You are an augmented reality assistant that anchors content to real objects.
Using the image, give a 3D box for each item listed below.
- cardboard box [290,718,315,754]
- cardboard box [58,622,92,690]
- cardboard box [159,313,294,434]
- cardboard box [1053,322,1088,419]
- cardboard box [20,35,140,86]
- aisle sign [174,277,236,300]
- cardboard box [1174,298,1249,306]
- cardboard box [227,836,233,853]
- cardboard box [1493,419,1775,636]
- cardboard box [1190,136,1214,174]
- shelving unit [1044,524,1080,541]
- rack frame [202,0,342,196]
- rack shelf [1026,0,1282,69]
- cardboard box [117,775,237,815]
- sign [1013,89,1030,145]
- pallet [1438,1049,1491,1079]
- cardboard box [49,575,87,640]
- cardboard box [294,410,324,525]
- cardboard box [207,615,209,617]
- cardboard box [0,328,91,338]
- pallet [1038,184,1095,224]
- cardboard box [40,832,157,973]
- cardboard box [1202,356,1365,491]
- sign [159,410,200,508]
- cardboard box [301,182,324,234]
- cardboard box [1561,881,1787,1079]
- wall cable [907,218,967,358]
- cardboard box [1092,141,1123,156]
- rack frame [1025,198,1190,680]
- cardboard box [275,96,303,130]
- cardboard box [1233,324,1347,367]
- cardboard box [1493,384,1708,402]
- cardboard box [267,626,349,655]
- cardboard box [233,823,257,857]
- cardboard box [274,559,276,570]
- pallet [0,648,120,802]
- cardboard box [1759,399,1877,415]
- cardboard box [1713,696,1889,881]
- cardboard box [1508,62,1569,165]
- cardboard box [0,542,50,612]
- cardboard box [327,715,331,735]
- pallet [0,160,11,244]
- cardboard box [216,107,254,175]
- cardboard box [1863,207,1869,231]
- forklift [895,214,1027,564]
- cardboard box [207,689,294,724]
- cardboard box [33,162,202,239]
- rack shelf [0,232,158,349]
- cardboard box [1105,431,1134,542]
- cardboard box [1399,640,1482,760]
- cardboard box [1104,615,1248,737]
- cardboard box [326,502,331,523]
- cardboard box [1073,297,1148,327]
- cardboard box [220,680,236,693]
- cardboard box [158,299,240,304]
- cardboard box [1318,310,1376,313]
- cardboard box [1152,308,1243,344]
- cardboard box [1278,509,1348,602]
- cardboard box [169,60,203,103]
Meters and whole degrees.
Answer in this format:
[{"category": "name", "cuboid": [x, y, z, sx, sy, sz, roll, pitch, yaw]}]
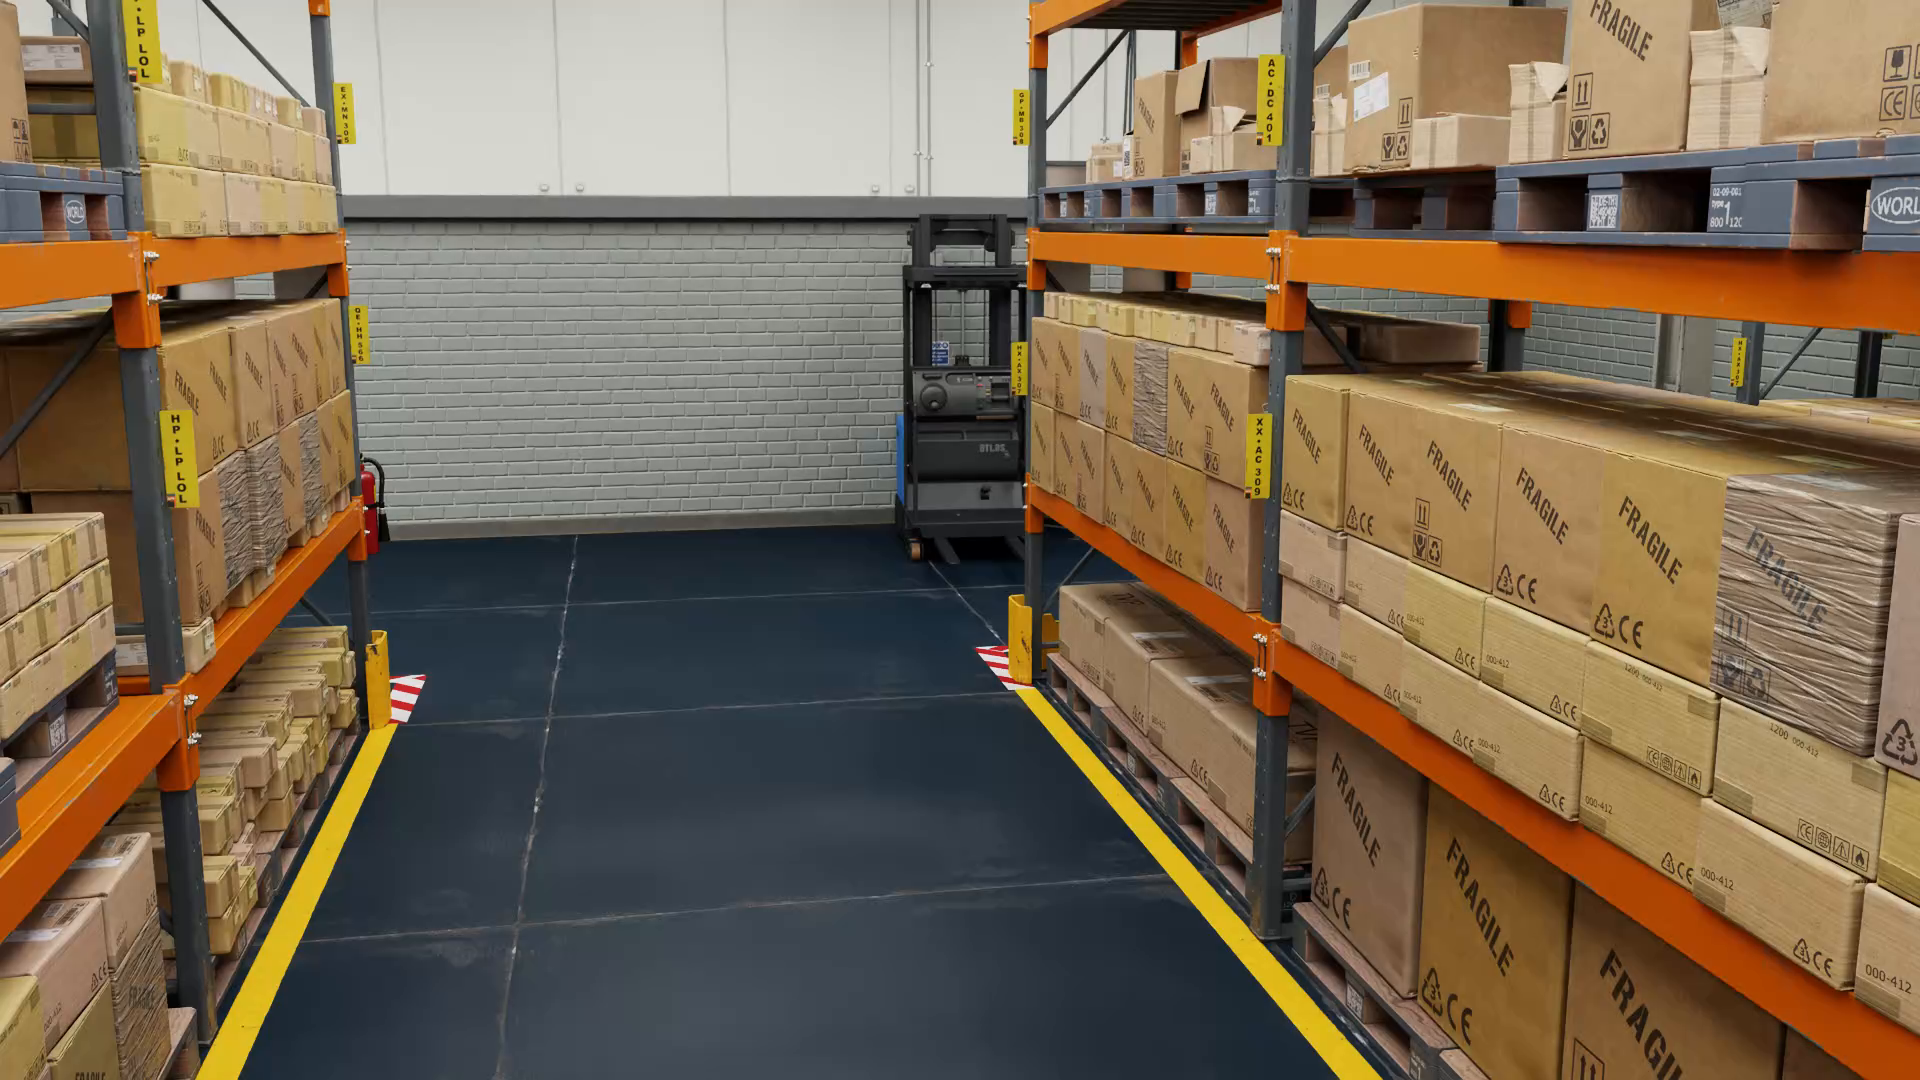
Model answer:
[{"category": "cardboard box", "cuboid": [-3.293, 0.959, 7.895, 0.380, 0.149, 0.250, -2, 11, -8]}, {"category": "cardboard box", "cuboid": [-2.822, 0.351, 4.932, 0.380, 0.149, 0.250, -2, 11, -11]}, {"category": "cardboard box", "cuboid": [-3.275, -0.740, 7.376, 0.500, 0.500, 0.500, -3, 11, -13]}, {"category": "cardboard box", "cuboid": [0.834, -0.959, 9.324, 0.500, 0.500, 0.500, -2, 11, -13]}, {"category": "cardboard box", "cuboid": [-2.964, -1.583, 5.519, 0.380, 0.149, 0.250, -2, 11, -12]}, {"category": "aisle sign", "cuboid": [-4.231, -1.693, 9.167, 0.394, 0.787, 0.004, -2, 11, -11]}, {"category": "cardboard box", "cuboid": [1.375, -1.224, 8.981, 0.380, 0.149, 0.250, -2, 11, -12]}, {"category": "cardboard box", "cuboid": [-3.122, 1.204, 6.607, 0.380, 0.149, 0.250, -2, 11, -11]}, {"category": "cardboard box", "cuboid": [1.822, -0.048, 4.539, 0.500, 0.500, 0.500, -2, 11, -12]}, {"category": "cardboard box", "cuboid": [1.201, -1.637, 7.089, 0.380, 0.149, 0.250, -2, 11, -10]}, {"category": "shelving unit", "cuboid": [1.162, -0.839, 15.648, 0.538, 1.500, 1.048, 7, 13, 33]}, {"category": "rack frame", "cuboid": [-3.923, -3.360, 8.836, 1.000, 3.000, 0.127, -2, 11, -11]}, {"category": "rack shelf", "cuboid": [1.302, -2.642, 8.057, 1.077, 0.370, 4.000, -2, 11, -11]}, {"category": "cardboard box", "cuboid": [-3.102, 1.055, 6.597, 0.380, 0.149, 0.250, -2, 11, -12]}, {"category": "sign", "cuboid": [0.367, -2.534, 9.970, 0.100, 0.325, 0.005, -2, 11, -11]}, {"category": "pallet", "cuboid": [2.156, 1.855, 4.940, 1.003, 0.211, 1.213, -2, 11, -11]}, {"category": "cardboard box", "cuboid": [-2.821, 0.206, 4.900, 0.380, 0.149, 0.250, -2, 11, -11]}, {"category": "cardboard box", "cuboid": [-3.380, -0.348, 7.992, 0.500, 0.500, 0.500, -2, 11, -11]}, {"category": "cardboard box", "cuboid": [-3.002, 0.336, 6.137, 0.380, 0.149, 0.250, -2, 11, -9]}, {"category": "cardboard box", "cuboid": [-3.607, -0.537, 6.311, 0.500, 0.500, 0.500, -2, 11, -13]}, {"category": "pallet", "cuboid": [1.067, -1.906, 9.455, 1.003, 0.211, 1.213, -2, 11, -11]}, {"category": "cardboard box", "cuboid": [-2.752, 1.101, 4.998, 0.500, 0.250, 0.500, -2, 11, -13]}, {"category": "cardboard box", "cuboid": [1.328, -0.495, 6.885, 0.500, 0.500, 0.500, -2, 11, -11]}, {"category": "sign", "cuboid": [-2.601, -0.269, 5.544, 0.100, 0.325, 0.005, -2, 11, -11]}, {"category": "cardboard box", "cuboid": [-3.469, -1.646, 8.253, 0.500, 0.250, 0.500, -2, 11, -11]}, {"category": "cardboard box", "cuboid": [2.247, 1.400, 4.433, 0.875, 0.875, 0.875, -2, 11, -10]}, {"category": "wall cable", "cuboid": [-0.207, -2.159, 15.771, 0.585, 1.953, 0.123, -2, 11, -11]}, {"category": "cardboard box", "cuboid": [1.089, -2.188, 9.709, 0.500, 0.250, 0.500, -3, 11, -16]}, {"category": "rack frame", "cuboid": [0.913, -0.611, 10.440, 1.000, 3.000, 0.127, -2, 11, -11]}, {"category": "cardboard box", "cuboid": [-3.410, -2.064, 8.045, 0.380, 0.149, 0.250, -2, 11, -10]}, {"category": "cardboard box", "cuboid": [1.319, -0.782, 6.658, 0.380, 0.149, 0.250, -2, 11, -12]}, {"category": "cardboard box", "cuboid": [2.132, -0.251, 5.603, 0.500, 0.500, 0.500, -2, 11, -10]}, {"category": "cardboard box", "cuboid": [-3.571, 0.577, 9.107, 0.380, 0.149, 0.250, -2, 11, -10]}, {"category": "cardboard box", "cuboid": [-3.150, 1.299, 6.903, 0.380, 0.149, 0.250, -2, 11, -12]}, {"category": "cardboard box", "cuboid": [-3.281, 0.093, 7.411, 0.380, 0.149, 0.250, -2, 11, -9]}, {"category": "pallet", "cuboid": [-3.139, 0.560, 4.796, 1.003, 0.211, 1.213, -2, 11, -11]}, {"category": "cardboard box", "cuboid": [5.605, -0.772, 10.890, 0.500, 0.250, 0.500, -2, 11, -11]}, {"category": "cardboard box", "cuboid": [2.022, 0.510, 3.610, 0.500, 0.250, 0.500, -2, 11, -12]}, {"category": "cardboard box", "cuboid": [1.703, -1.144, 4.451, 0.396, 0.266, 0.258, -1, 11, -6]}, {"category": "cardboard box", "cuboid": [-2.774, 0.109, 4.614, 0.380, 0.149, 0.250, -2, 11, -13]}, {"category": "cardboard box", "cuboid": [-3.500, 0.965, 8.658, 0.380, 0.149, 0.250, -2, 11, -11]}, {"category": "pallet", "cuboid": [-2.925, -0.753, 3.666, 1.213, 0.211, 1.003, -2, 11, -11]}, {"category": "cardboard box", "cuboid": [-3.180, -1.606, 6.708, 0.500, 0.250, 0.500, -2, 11, -10]}, {"category": "cardboard box", "cuboid": [5.672, -1.932, 10.026, 0.380, 0.149, 0.250, -2, 11, -10]}, {"category": "forklift", "cuboid": [0.076, -1.324, 14.365, 1.130, 2.935, 3.031, -1, 11, -7]}, {"category": "cardboard box", "cuboid": [-3.366, 0.817, 7.844, 0.380, 0.149, 0.250, -3, 11, -13]}, {"category": "cardboard box", "cuboid": [-2.976, -1.174, 5.773, 0.500, 0.250, 0.500, -2, 11, -8]}, {"category": "rack shelf", "cuboid": [-2.756, -0.433, 3.402, 1.077, 0.370, 4.000, -2, 11, -11]}, {"category": "cardboard box", "cuboid": [1.045, -0.285, 8.458, 0.500, 0.500, 0.500, -2, 11, -9]}, {"category": "cardboard box", "cuboid": [1.704, 0.476, 5.130, 0.500, 0.250, 0.500, -2, 11, -11]}, {"category": "cardboard box", "cuboid": [1.326, 0.726, 9.144, 0.875, 0.438, 0.875, -2, 11, -9]}, {"category": "cardboard box", "cuboid": [-3.507, -0.148, 8.675, 0.380, 0.149, 0.250, -2, 11, -12]}, {"category": "cardboard box", "cuboid": [0.838, -1.250, 9.120, 0.380, 0.149, 0.250, -2, 11, -13]}, {"category": "cardboard box", "cuboid": [-3.941, 0.834, 8.549, 0.380, 0.149, 0.250, -2, 11, -10]}, {"category": "cardboard box", "cuboid": [-4.096, -1.007, 8.783, 0.500, 0.500, 0.500, -2, 11, -11]}, {"category": "cardboard box", "cuboid": [1.716, -0.994, 7.771, 0.380, 0.149, 0.250, -2, 11, -13]}, {"category": "cardboard box", "cuboid": [1.132, -1.018, 7.902, 0.380, 0.149, 0.250, -2, 11, -12]}, {"category": "cardboard box", "cuboid": [1.500, 0.041, 6.075, 0.500, 0.250, 0.500, -2, 11, -13]}, {"category": "cardboard box", "cuboid": [-3.094, -1.727, 6.278, 0.380, 0.149, 0.250, -2, 11, -13]}]
